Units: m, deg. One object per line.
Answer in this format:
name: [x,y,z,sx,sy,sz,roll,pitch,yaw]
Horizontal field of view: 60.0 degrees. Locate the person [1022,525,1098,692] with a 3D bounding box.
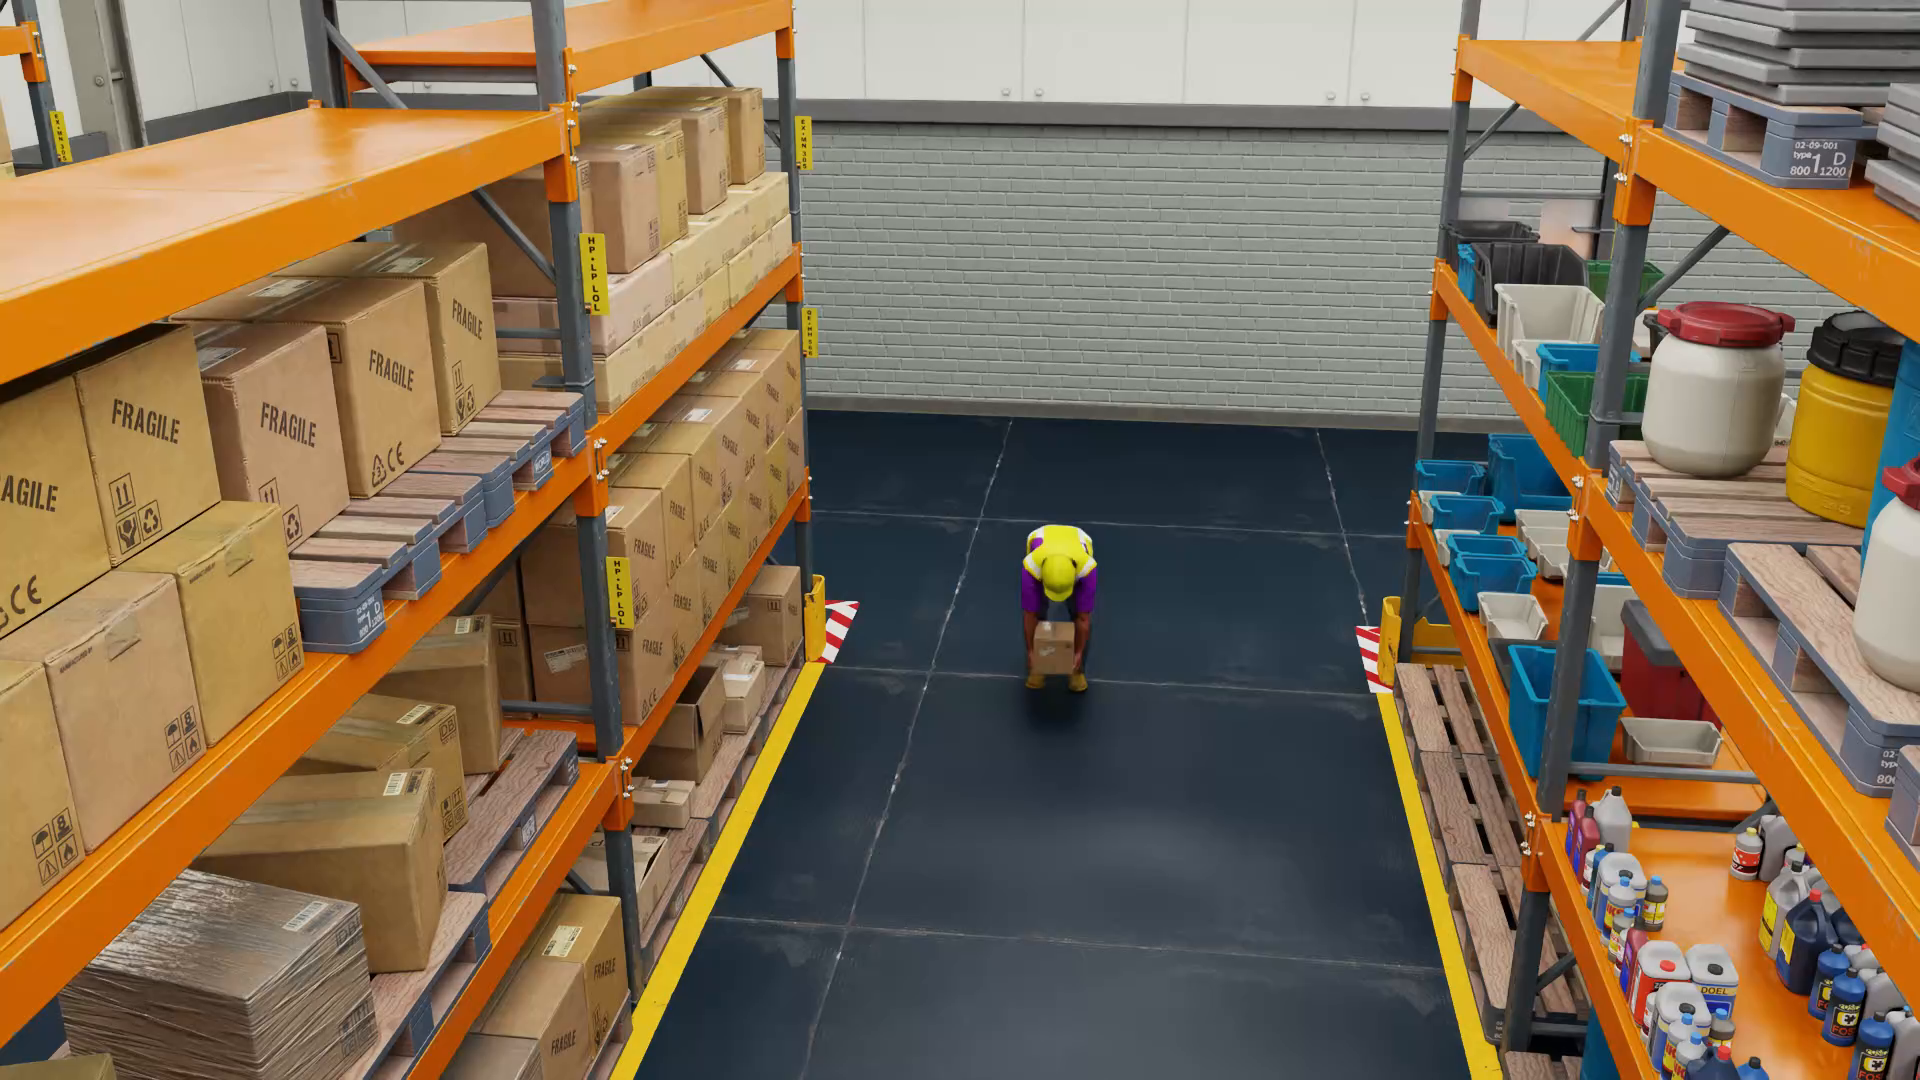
person: [0.631,0.494,10.619,0.477,1.148,0.974,2,21,5]
